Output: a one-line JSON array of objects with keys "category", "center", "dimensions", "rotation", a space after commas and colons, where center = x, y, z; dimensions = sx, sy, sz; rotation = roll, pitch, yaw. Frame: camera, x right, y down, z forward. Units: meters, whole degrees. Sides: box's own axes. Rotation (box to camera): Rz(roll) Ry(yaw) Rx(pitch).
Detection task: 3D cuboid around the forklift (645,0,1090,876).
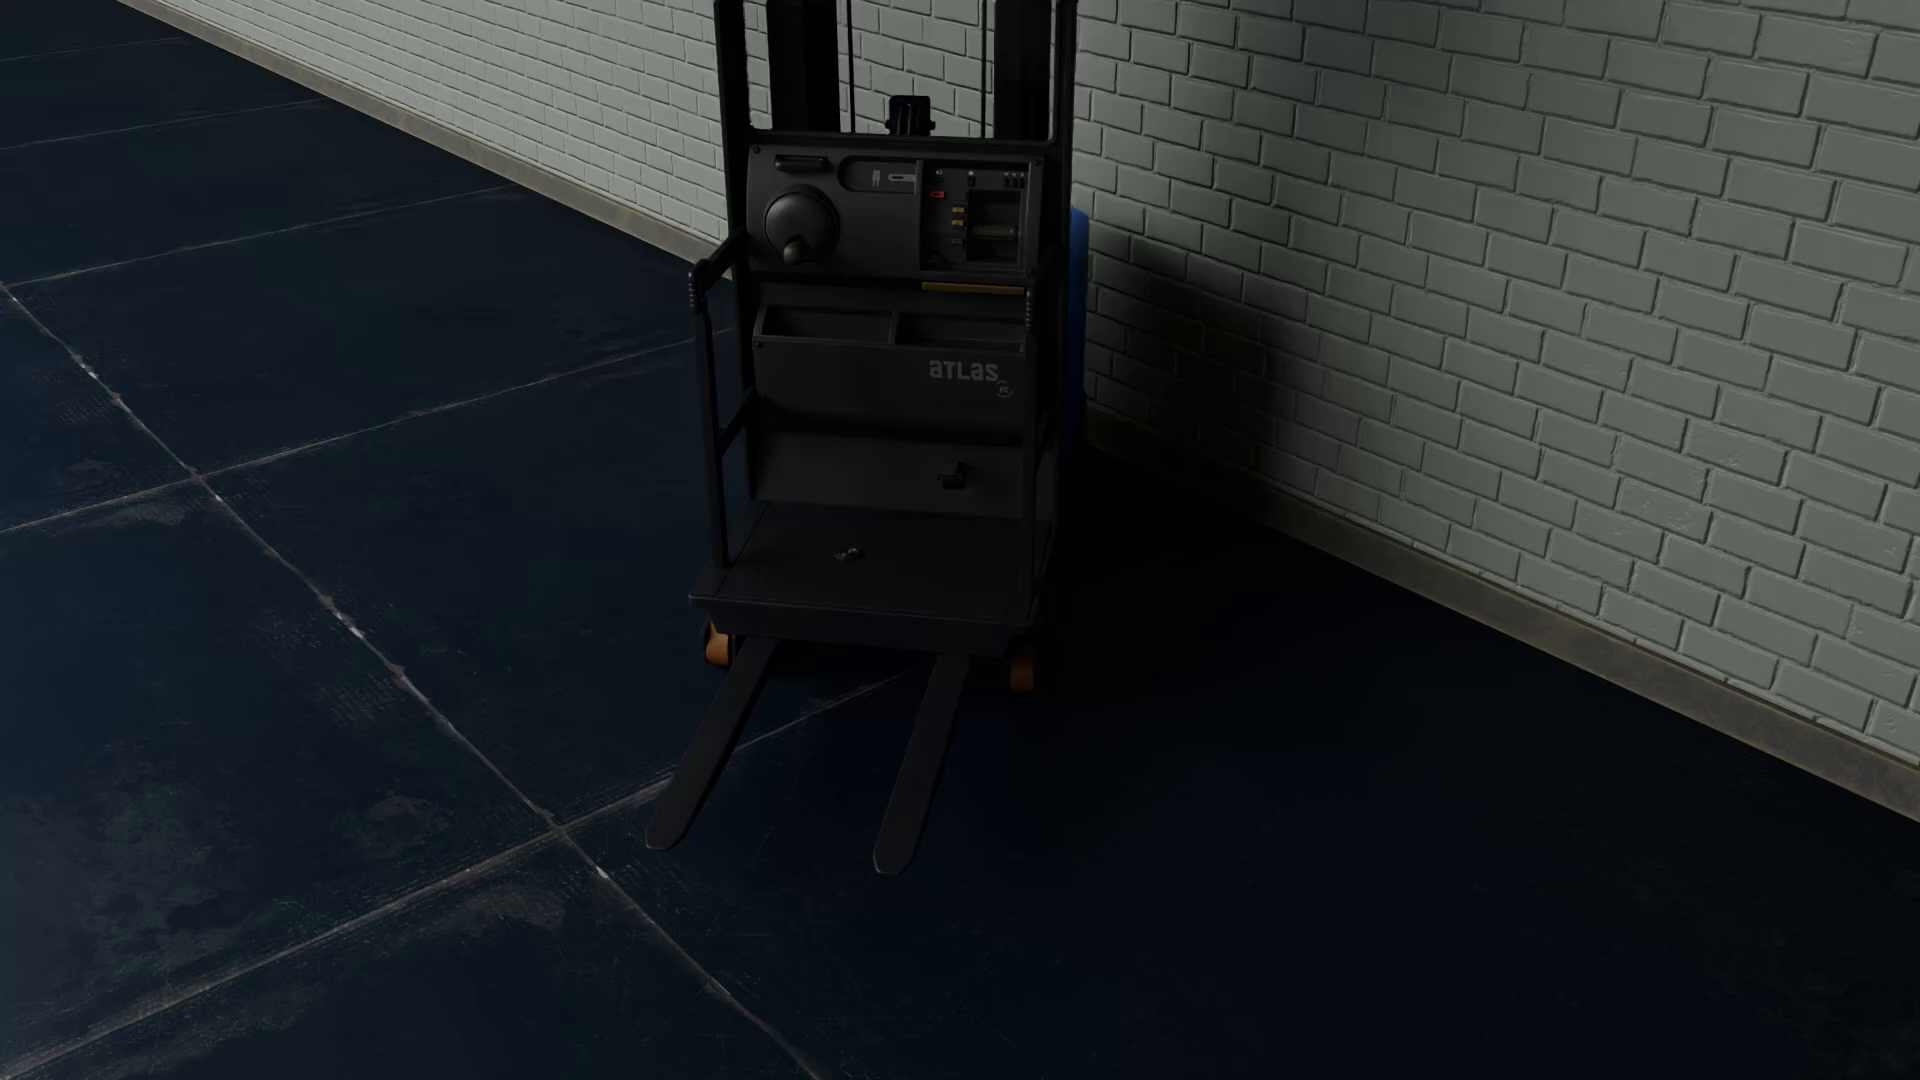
[{"category": "forklift", "center": [-0.237, -0.981, 4.976], "dimensions": [1.130, 2.935, 3.031], "rotation": [4, 28, 8]}]
